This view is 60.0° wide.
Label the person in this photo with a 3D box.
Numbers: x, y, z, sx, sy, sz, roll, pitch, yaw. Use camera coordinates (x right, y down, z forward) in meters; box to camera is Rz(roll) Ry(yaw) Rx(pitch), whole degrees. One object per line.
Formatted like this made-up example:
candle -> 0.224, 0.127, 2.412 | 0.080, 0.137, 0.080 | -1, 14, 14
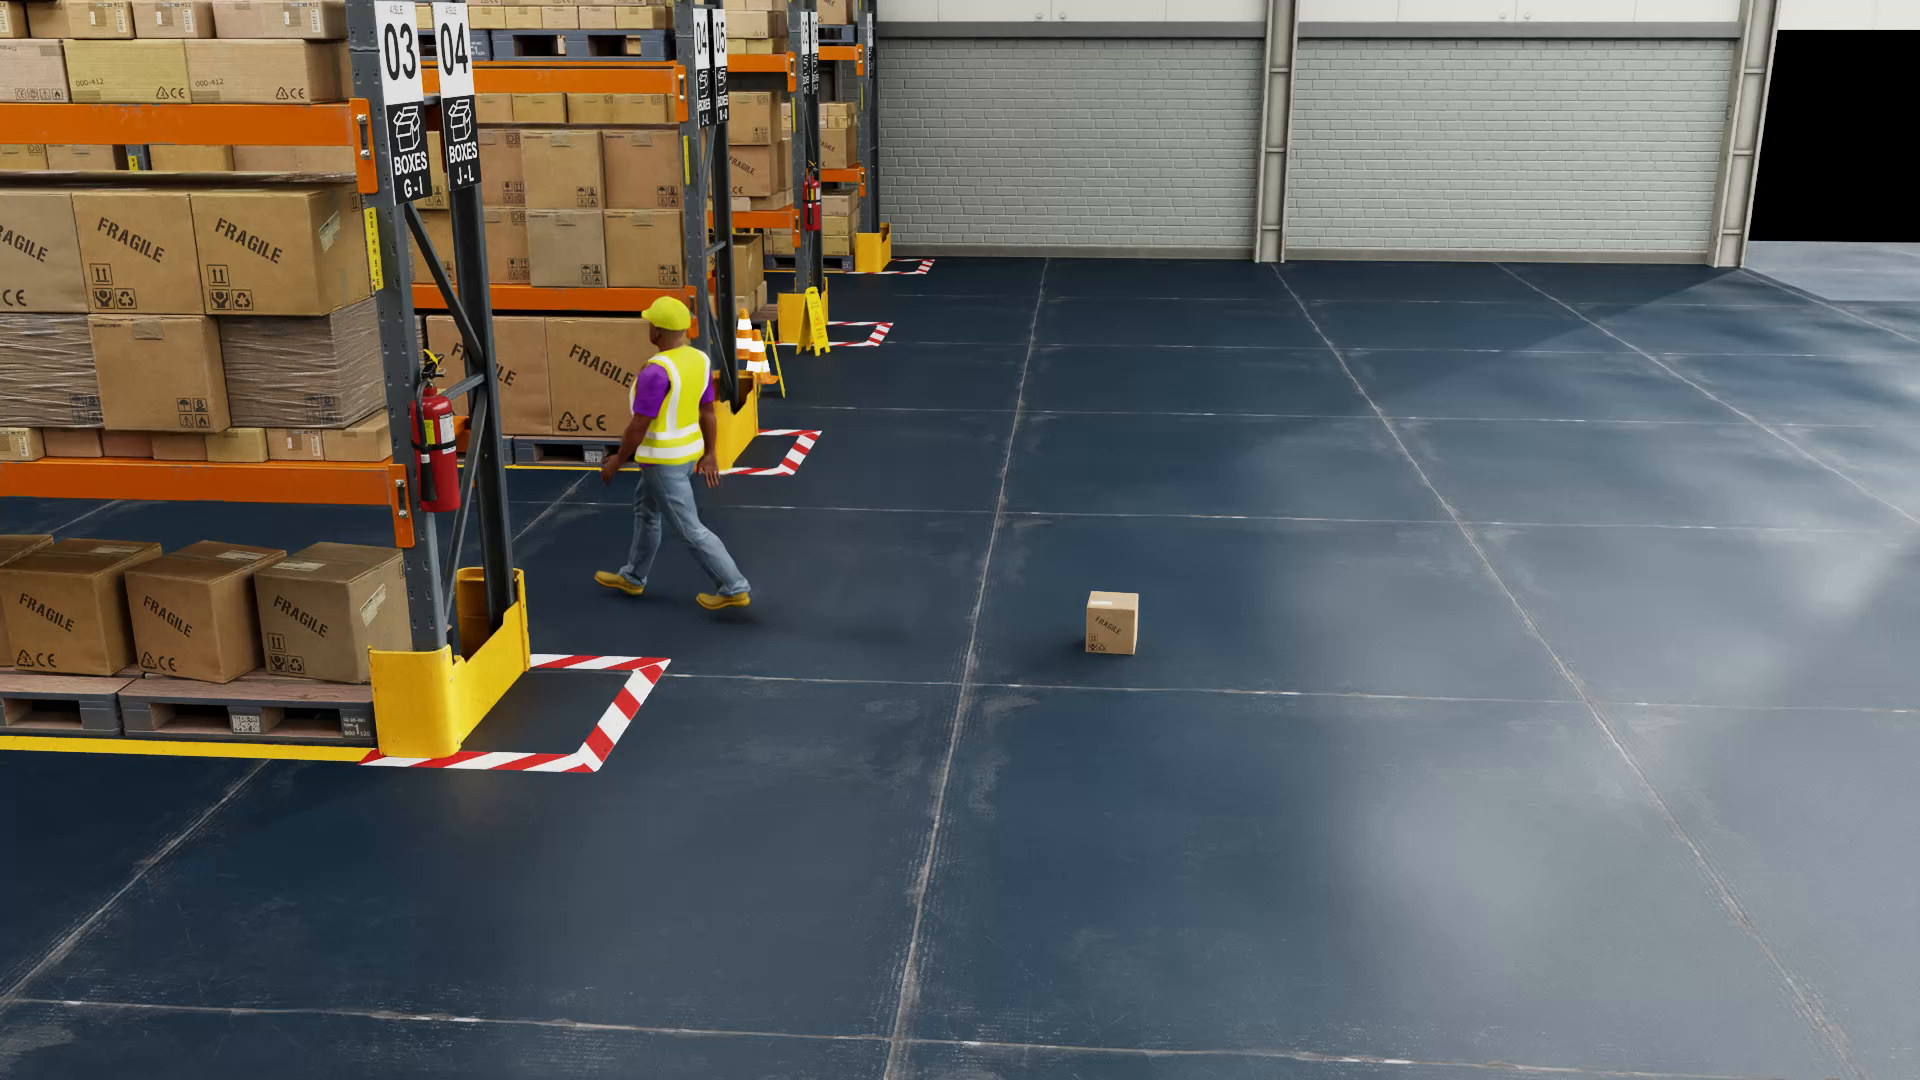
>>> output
person -> -1.622, -0.460, 8.981 | 1.048, 1.721, 0.569 | 5, 18, 17
